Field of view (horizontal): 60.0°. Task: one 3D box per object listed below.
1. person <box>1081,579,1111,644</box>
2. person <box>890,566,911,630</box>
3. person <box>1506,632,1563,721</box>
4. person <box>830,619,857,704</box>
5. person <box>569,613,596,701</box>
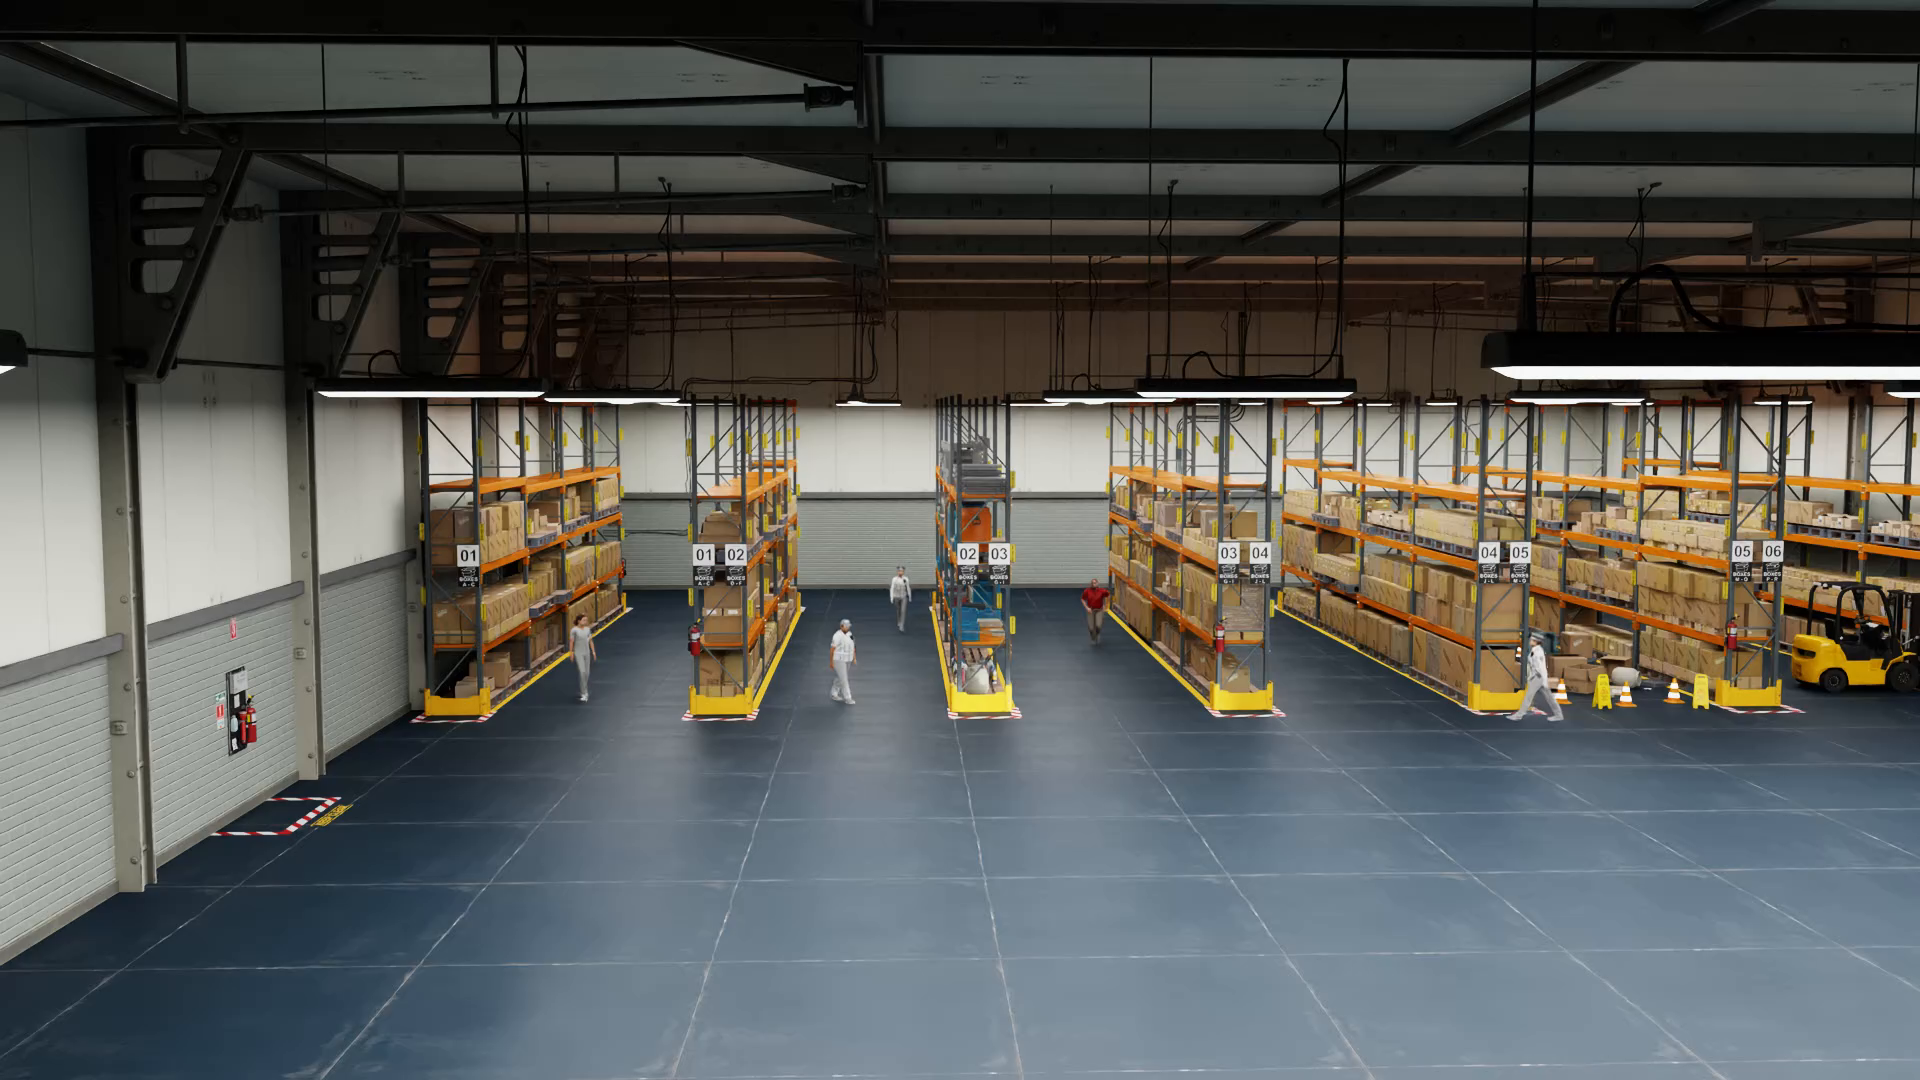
[{"bbox_3d":[3.295,1.739,40.291,0.711,1.639,0.724,1,5,6],"label":"person"},{"bbox_3d":[-1.557,1.485,43.198,0.508,1.623,1.024,1,5,9],"label":"person"},{"bbox_3d":[10.538,2.493,30.434,0.997,1.608,0.524,1,5,17],"label":"person"},{"bbox_3d":[-2.250,2.351,32.333,0.933,1.611,0.556,3,6,38],"label":"person"},{"bbox_3d":[-7.446,2.314,32.953,0.592,1.719,0.465,4,6,43],"label":"person"}]
